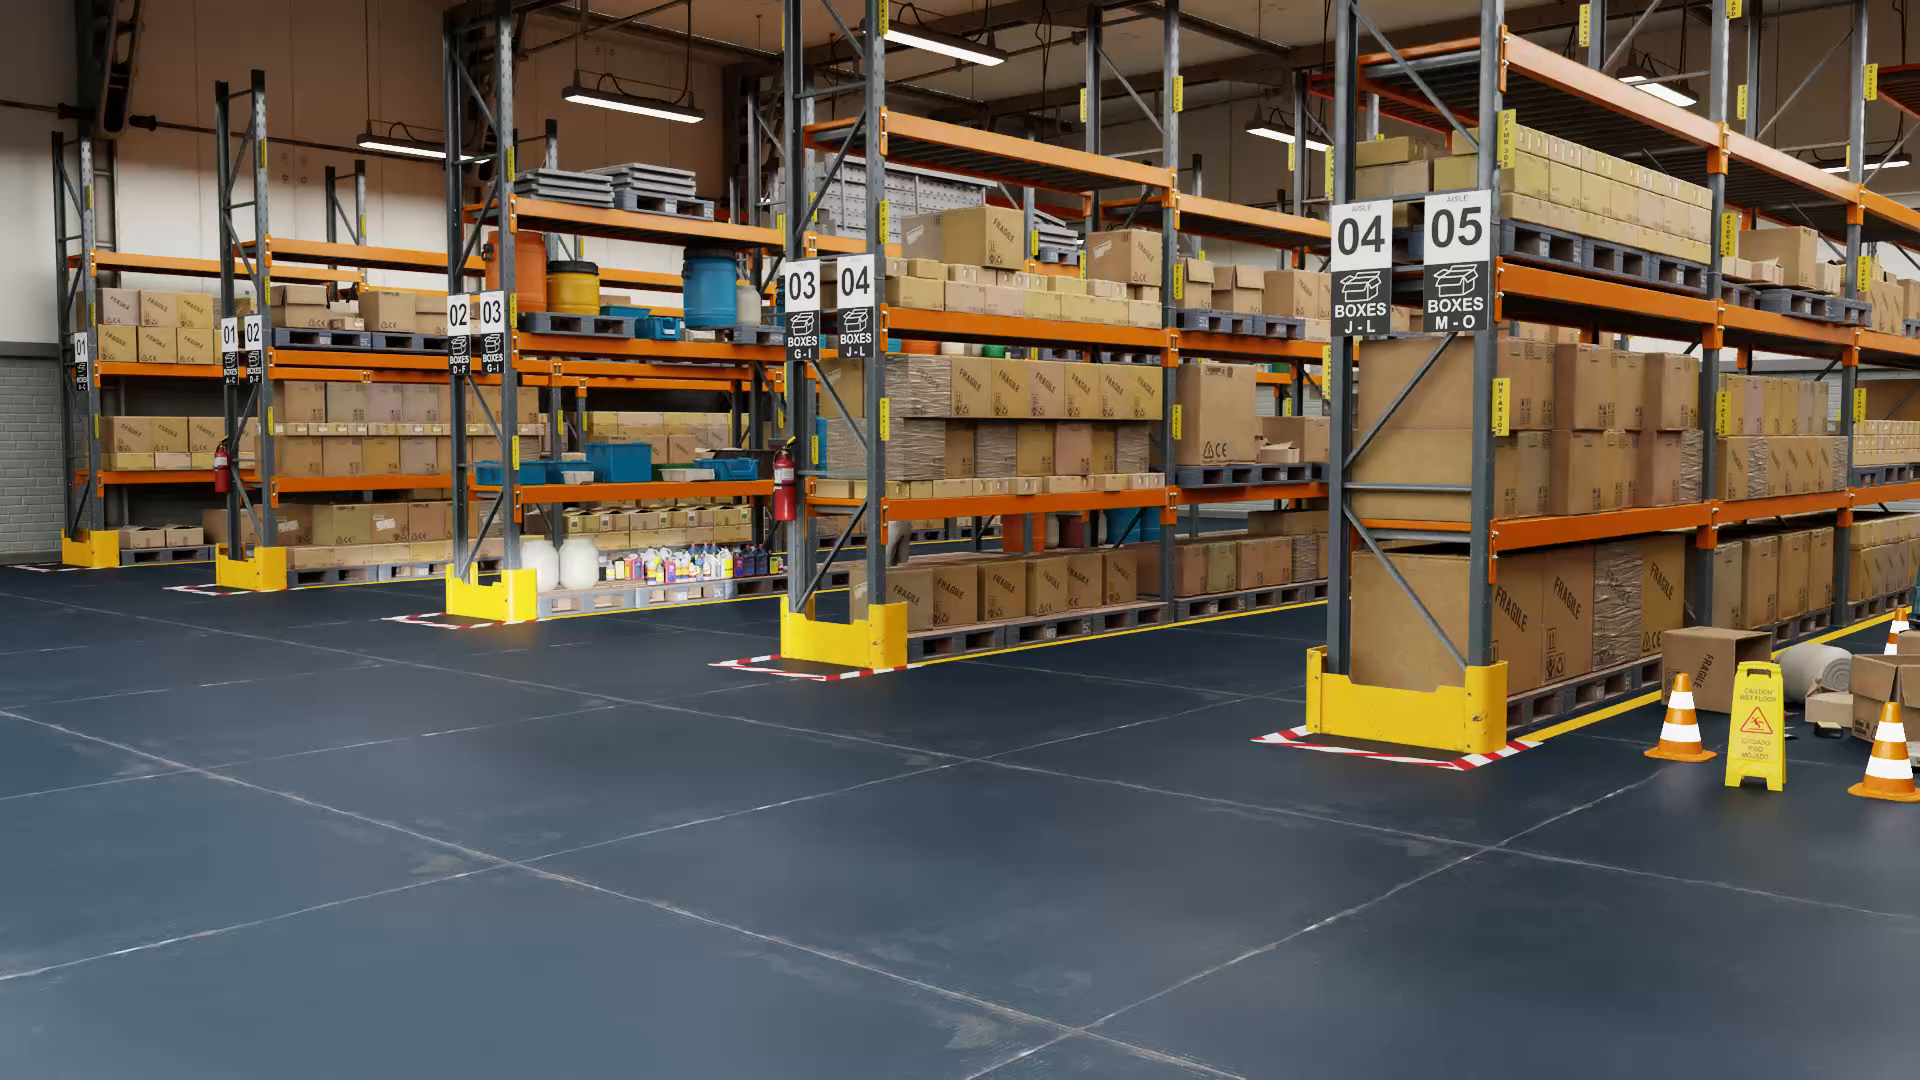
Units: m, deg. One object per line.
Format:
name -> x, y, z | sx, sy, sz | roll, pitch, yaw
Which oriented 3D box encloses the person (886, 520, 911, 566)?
person -> -0.691, -0.059, 16.386 | 0.417, 1.671, 0.510 | 3, 5, 37
